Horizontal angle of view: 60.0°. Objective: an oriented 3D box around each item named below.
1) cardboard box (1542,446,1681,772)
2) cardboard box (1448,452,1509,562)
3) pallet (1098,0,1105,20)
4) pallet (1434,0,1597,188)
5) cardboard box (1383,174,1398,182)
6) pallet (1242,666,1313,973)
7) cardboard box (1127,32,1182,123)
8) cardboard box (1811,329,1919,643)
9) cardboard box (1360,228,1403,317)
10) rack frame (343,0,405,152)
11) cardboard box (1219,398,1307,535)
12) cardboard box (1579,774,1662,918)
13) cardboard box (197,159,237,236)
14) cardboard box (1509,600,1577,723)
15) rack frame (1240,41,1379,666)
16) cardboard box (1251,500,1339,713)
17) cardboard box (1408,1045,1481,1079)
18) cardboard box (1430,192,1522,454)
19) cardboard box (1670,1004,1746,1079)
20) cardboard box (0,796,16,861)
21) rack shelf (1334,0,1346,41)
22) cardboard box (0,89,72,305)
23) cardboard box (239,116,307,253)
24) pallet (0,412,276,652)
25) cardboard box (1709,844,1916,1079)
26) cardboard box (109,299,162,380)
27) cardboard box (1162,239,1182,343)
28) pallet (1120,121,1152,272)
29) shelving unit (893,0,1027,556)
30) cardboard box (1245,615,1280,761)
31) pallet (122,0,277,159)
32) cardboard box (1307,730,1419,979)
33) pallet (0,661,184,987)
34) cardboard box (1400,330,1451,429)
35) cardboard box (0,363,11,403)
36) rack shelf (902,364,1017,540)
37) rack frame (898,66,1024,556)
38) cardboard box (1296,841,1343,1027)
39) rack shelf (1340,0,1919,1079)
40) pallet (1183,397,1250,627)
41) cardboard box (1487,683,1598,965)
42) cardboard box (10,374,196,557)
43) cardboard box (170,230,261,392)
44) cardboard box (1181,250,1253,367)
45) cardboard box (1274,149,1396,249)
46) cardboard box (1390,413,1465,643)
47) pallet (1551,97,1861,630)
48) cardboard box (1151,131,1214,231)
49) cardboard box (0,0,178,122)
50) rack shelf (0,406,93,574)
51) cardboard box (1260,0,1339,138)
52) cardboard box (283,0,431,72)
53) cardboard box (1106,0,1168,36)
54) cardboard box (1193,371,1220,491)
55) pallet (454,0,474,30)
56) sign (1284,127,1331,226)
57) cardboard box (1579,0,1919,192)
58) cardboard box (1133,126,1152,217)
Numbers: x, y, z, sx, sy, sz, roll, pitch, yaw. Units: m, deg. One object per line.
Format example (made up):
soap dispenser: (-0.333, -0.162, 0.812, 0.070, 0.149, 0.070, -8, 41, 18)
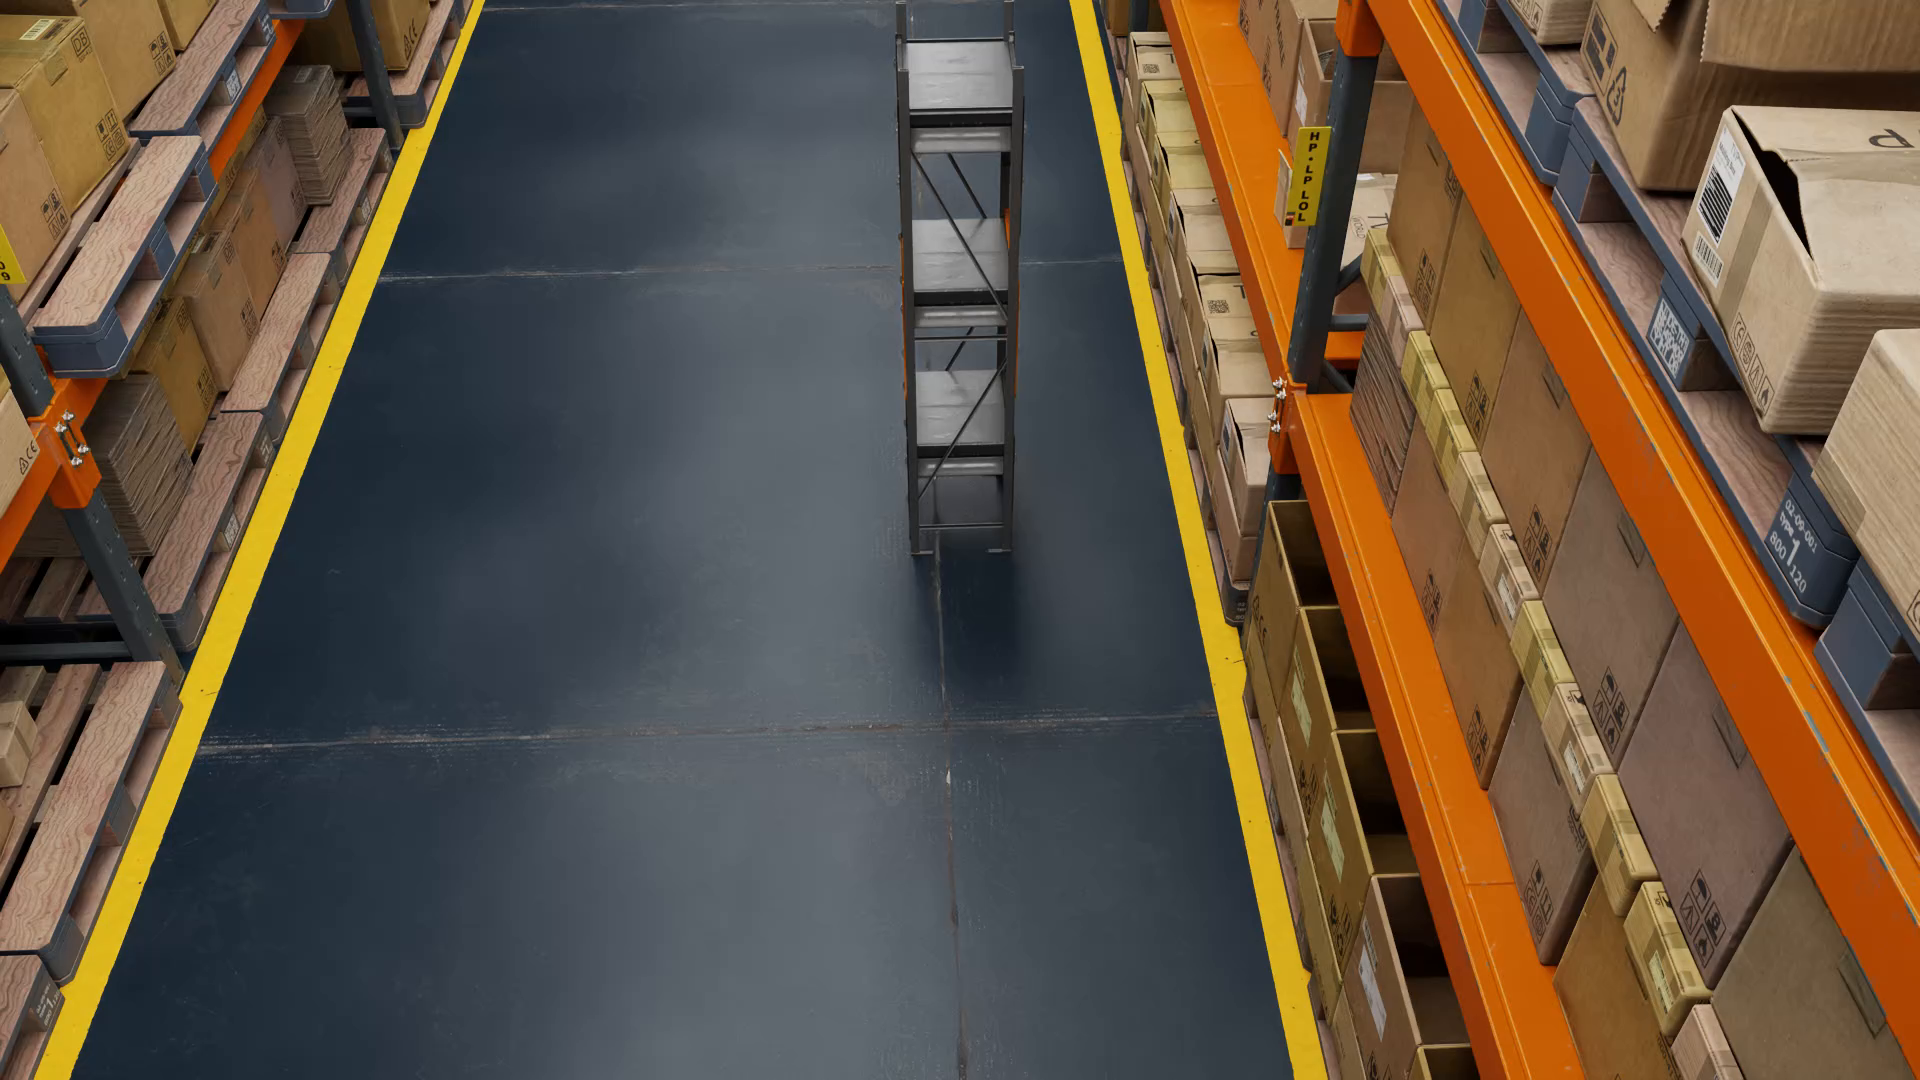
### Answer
cardboard box: (1.657, 0.109, 3.377, 0.700, 0.500, 0.500, -2, 43, -2)
cardboard box: (1.430, -0.091, 4.076, 0.380, 0.149, 0.250, -3, 43, -3)
pallet: (1.355, -3.691, 10.621, 1.003, 0.211, 1.213, -2, 43, -2)
pallet: (1.630, -1.190, 3.674, 1.003, 0.211, 1.213, -2, 43, -2)
cardboard box: (1.734, -1.203, 6.029, 0.380, 0.149, 0.250, -2, 43, -2)
pallet: (1.560, 0.874, 5.640, 1.003, 0.211, 1.213, -2, 43, -2)
cardboard box: (1.127, -2.378, 8.434, 0.500, 0.311, 0.500, 0, 43, 0)
cardboard box: (1.425, -0.018, 2.027, 0.500, 0.250, 0.500, -2, 43, -2)
cardboard box: (1.386, -0.781, 4.828, 0.380, 0.149, 0.250, -2, 43, -2)
rack frame: (-3.551, -3.248, 8.073, 1.000, 3.000, 0.127, -2, 43, -2)
cardboard box: (1.264, -0.305, 6.172, 0.500, 0.311, 0.500, -2, 43, -2)
cardboard box: (1.475, 0.606, 3.315, 0.380, 0.149, 0.250, -1, 43, -1)
cardboard box: (-3.480, -1.547, 7.187, 0.500, 0.250, 0.500, -2, 43, -2)
cardboard box: (1.455, 0.265, 3.687, 0.380, 0.149, 0.250, -2, 43, -2)
rack frame: (1.568, -0.692, 5.285, 1.000, 3.000, 0.127, -2, 43, -2)
cardboard box: (1.275, 0.212, 5.467, 0.500, 0.500, 0.500, -2, 43, -2)
cardboard box: (1.361, 1.563, 3.994, 0.500, 0.500, 0.500, -2, 43, -2)
cardboard box: (1.616, -0.567, 4.114, 0.700, 0.500, 0.500, -2, 43, -2)
cardboard box: (1.499, 0.961, 2.928, 0.380, 0.149, 0.250, -1, 43, -1)
cardboard box: (-3.297, 0.912, 5.060, 0.500, 0.500, 0.500, -5, 43, -5)
rack shelf: (1.483, -2.883, 5.987, 1.077, 0.370, 4.000, -2, 43, -2)
cardboard box: (-3.369, -1.091, 5.321, 0.700, 0.500, 0.500, -2, 43, -2)
cardboard box: (-3.563, -1.653, 7.857, 0.700, 0.500, 0.500, -2, 43, -2)
pallet: (-3.416, -0.045, 6.643, 1.003, 0.211, 1.213, -2, 43, -2)
cardboard box: (1.701, 0.787, 2.637, 0.700, 0.500, 0.500, -3, 43, -3)
cardboard box: (-3.451, -0.858, 6.436, 0.500, 0.250, 0.500, -2, 43, -3)
cardboard box: (1.199, -1.135, 7.493, 0.500, 0.250, 0.500, -1, 43, -1)
pallet: (1.394, -1.807, 8.566, 1.003, 0.211, 1.213, -2, 43, -2)
shelving unit: (-0.007, -0.886, 6.162, 0.431, 2.100, 0.503, -2, 43, -2)
cardboard box: (1.285, 0.489, 5.721, 0.500, 0.250, 0.500, -2, 43, -2)
pallet: (-3.426, -1.842, 6.681, 1.003, 0.211, 1.213, -2, 43, -2)
cardboard box: (1.317, 0.888, 4.731, 0.500, 0.500, 0.500, -2, 43, -2)
pallet: (-3.317, 0.933, 5.576, 1.003, 0.211, 1.213, -2, 43, -2)
cardboard box: (1.409, -0.437, 4.453, 0.380, 0.149, 0.250, -3, 43, -3)
cardboard box: (-3.052, -0.465, 4.579, 0.500, 0.500, 0.500, -2, 43, -2)
rack shelf: (-0.007, -0.360, 6.645, 0.431, 0.518, 0.480, -2, 43, -2)
rack frame: (0.003, -0.721, 5.983, 0.400, 2.100, 0.015, -2, 43, -2)
cardboard box: (1.317, 1.164, 4.984, 0.500, 0.250, 0.500, -2, 43, -2)
rack shelf: (1.653, -0.182, 3.041, 1.077, 0.370, 4.000, -2, 43, -2)
pallet: (1.498, -0.160, 6.769, 1.003, 0.211, 1.213, -2, 43, -2)
cardboard box: (1.662, 0.611, 3.789, 0.700, 0.500, 0.500, 0, 43, -1)
cardboard box: (-3.429, -0.284, 6.365, 0.700, 0.500, 0.500, 0, 43, 0)
cardboard box: (-3.482, -0.977, 7.121, 0.700, 0.500, 0.500, -1, 43, -1)
cardboard box: (1.217, -0.993, 6.923, 0.500, 0.311, 0.500, -2, 43, -2)
cardboard box: (1.347, -1.231, 5.972, 0.396, 0.266, 0.258, -3, 43, -3)
cardboard box: (1.622, -0.074, 4.536, 0.700, 0.500, 0.500, -2, 43, -2)
pallet: (1.679, -0.368, 2.778, 1.003, 0.211, 1.213, -2, 43, -2)
cardboard box: (1.177, -1.679, 7.671, 0.500, 0.311, 0.500, -3, 43, -3)
cardboard box: (-3.444, -1.912, 6.216, 0.700, 0.500, 0.500, 4, 43, 4)
rack shelf: (-3.296, 1.068, 3.897, 1.077, 0.370, 4.000, -2, 43, -2)
cardboard box: (1.508, -1.941, 6.574, 0.500, 0.500, 0.500, -2, 43, -2)
cardboard box: (-3.451, -3.110, 9.203, 0.750, 0.750, 0.750, -2, 43, -2)
cardboard box: (1.124, -3.258, 9.608, 0.500, 0.500, 0.500, 0, 43, 0)
cardboard box: (1.241, -0.446, 6.741, 0.500, 0.250, 0.500, -2, 43, -2)
pallet: (-3.558, -3.576, 10.495, 1.003, 0.211, 1.213, -2, 43, -2)
sign: (1.026, -1.067, 4.896, 0.100, 0.325, 0.005, -2, 43, -2)
cardboard box: (1.512, -0.927, 2.830, 0.797, 0.503, 0.637, 3, 43, 3)
cardboard box: (1.149, -1.832, 8.253, 0.500, 0.250, 0.500, -3, 43, -3)
